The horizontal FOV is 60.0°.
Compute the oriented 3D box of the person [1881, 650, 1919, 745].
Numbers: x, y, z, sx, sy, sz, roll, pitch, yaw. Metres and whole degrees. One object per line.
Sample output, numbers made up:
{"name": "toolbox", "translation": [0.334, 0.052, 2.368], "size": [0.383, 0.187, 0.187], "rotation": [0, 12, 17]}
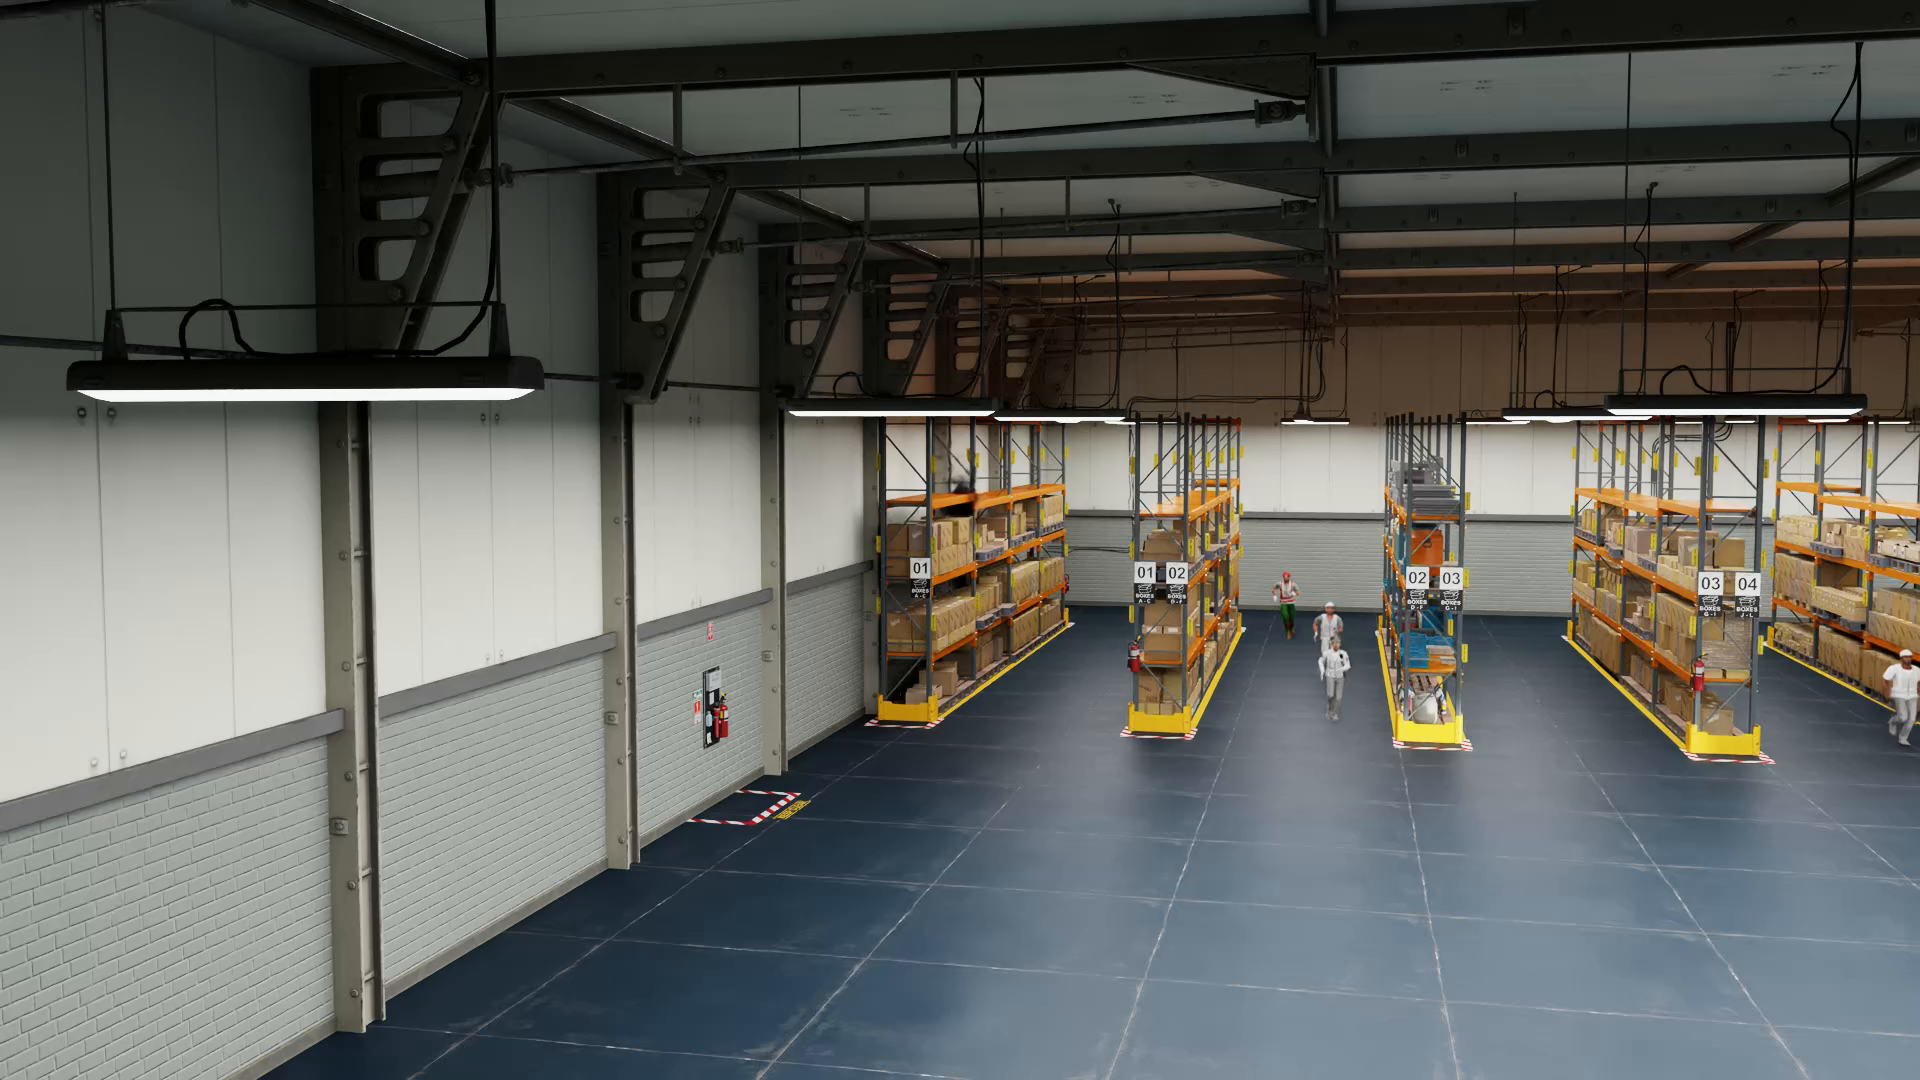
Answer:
{"name": "person", "translation": [17.066, 2.833, 30.039], "size": [0.701, 1.716, 0.587], "rotation": [1, 4, 8]}

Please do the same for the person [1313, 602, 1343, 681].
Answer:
{"name": "person", "translation": [8.325, 2.291, 37.508], "size": [0.641, 1.775, 0.690], "rotation": [0, 4, 2]}

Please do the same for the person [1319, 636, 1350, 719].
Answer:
{"name": "person", "translation": [7.295, 2.689, 32.373], "size": [0.593, 1.655, 0.624], "rotation": [1, 4, 9]}

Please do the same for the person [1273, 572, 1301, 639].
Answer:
{"name": "person", "translation": [8.907, 1.768, 45.357], "size": [0.743, 1.831, 0.811], "rotation": [1, 4, 9]}
